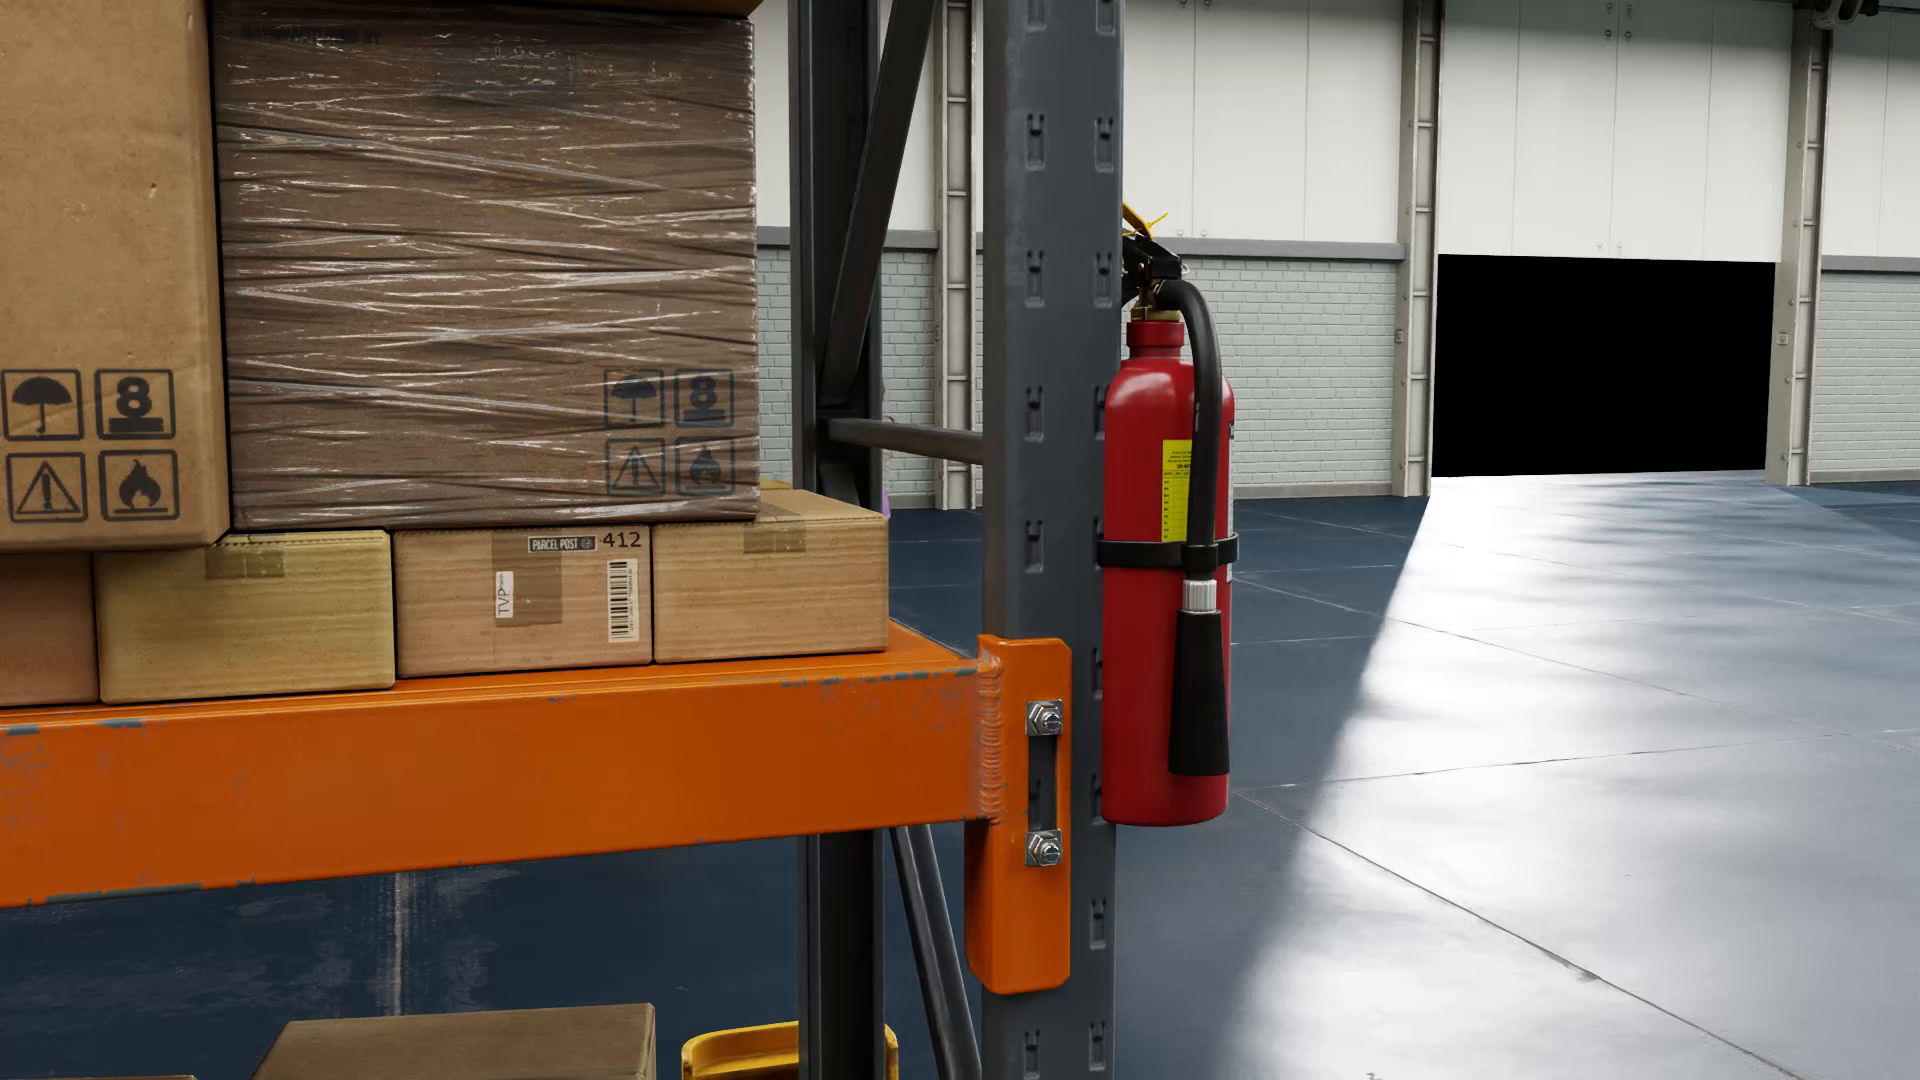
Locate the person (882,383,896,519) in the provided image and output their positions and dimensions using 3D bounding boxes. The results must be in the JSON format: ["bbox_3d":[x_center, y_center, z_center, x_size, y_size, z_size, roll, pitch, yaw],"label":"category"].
[{"bbox_3d":[-0.570,-0.089,8.503,0.499,1.605,0.359,6,8,44],"label":"person"}]
